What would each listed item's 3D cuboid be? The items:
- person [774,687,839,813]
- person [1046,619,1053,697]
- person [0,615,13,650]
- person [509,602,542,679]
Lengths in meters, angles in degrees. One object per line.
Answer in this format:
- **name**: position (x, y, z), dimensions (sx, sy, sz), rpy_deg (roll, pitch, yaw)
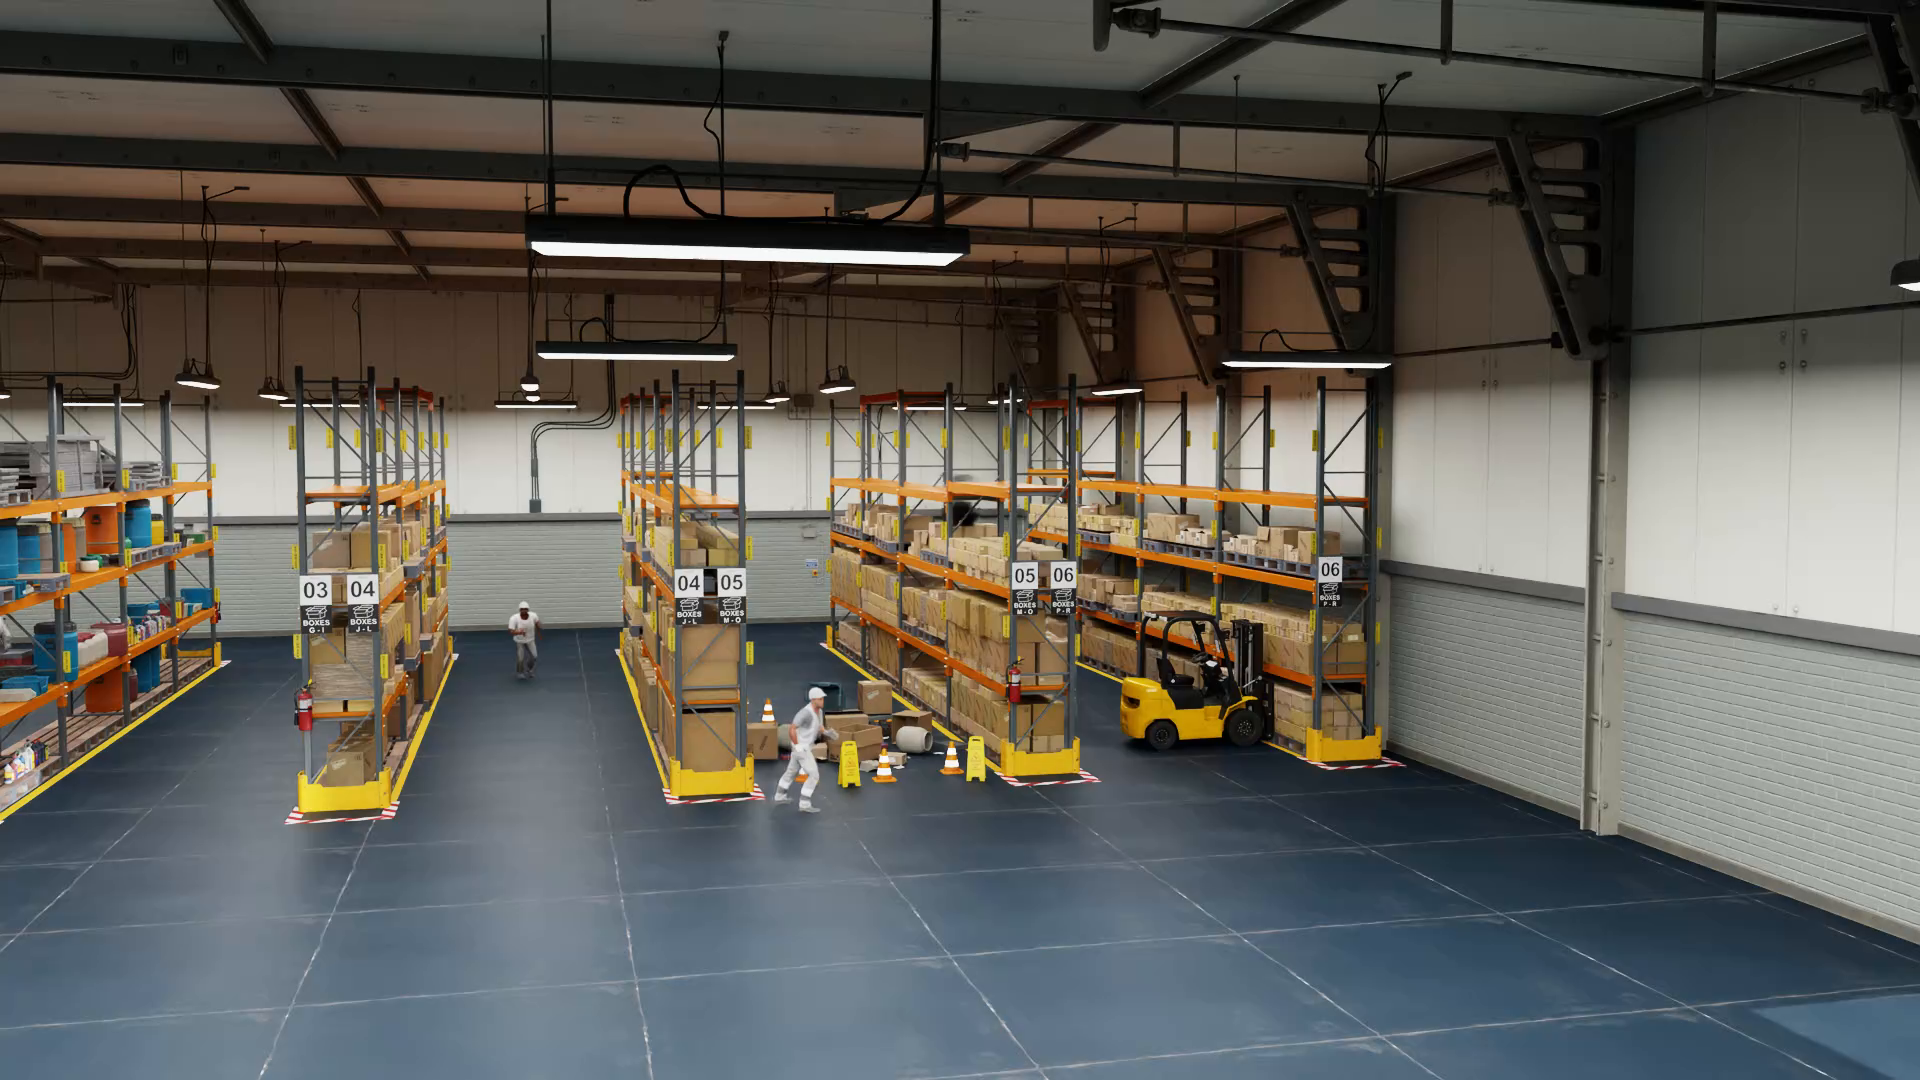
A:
- **person**: position (-2.089, 2.820, 22.485), dimensions (0.908, 1.710, 0.699), rpy_deg (0, 3, 3)
- **person**: position (1.537, 2.278, 31.266), dimensions (0.589, 1.676, 1.007), rpy_deg (-1, 3, -12)
- **person**: position (-21.453, 1.918, 36.897), dimensions (0.842, 1.819, 0.682), rpy_deg (1, 4, 21)
- **person**: position (-9.051, 2.096, 34.647), dimensions (0.729, 1.653, 0.900), rpy_deg (-2, 4, -27)
